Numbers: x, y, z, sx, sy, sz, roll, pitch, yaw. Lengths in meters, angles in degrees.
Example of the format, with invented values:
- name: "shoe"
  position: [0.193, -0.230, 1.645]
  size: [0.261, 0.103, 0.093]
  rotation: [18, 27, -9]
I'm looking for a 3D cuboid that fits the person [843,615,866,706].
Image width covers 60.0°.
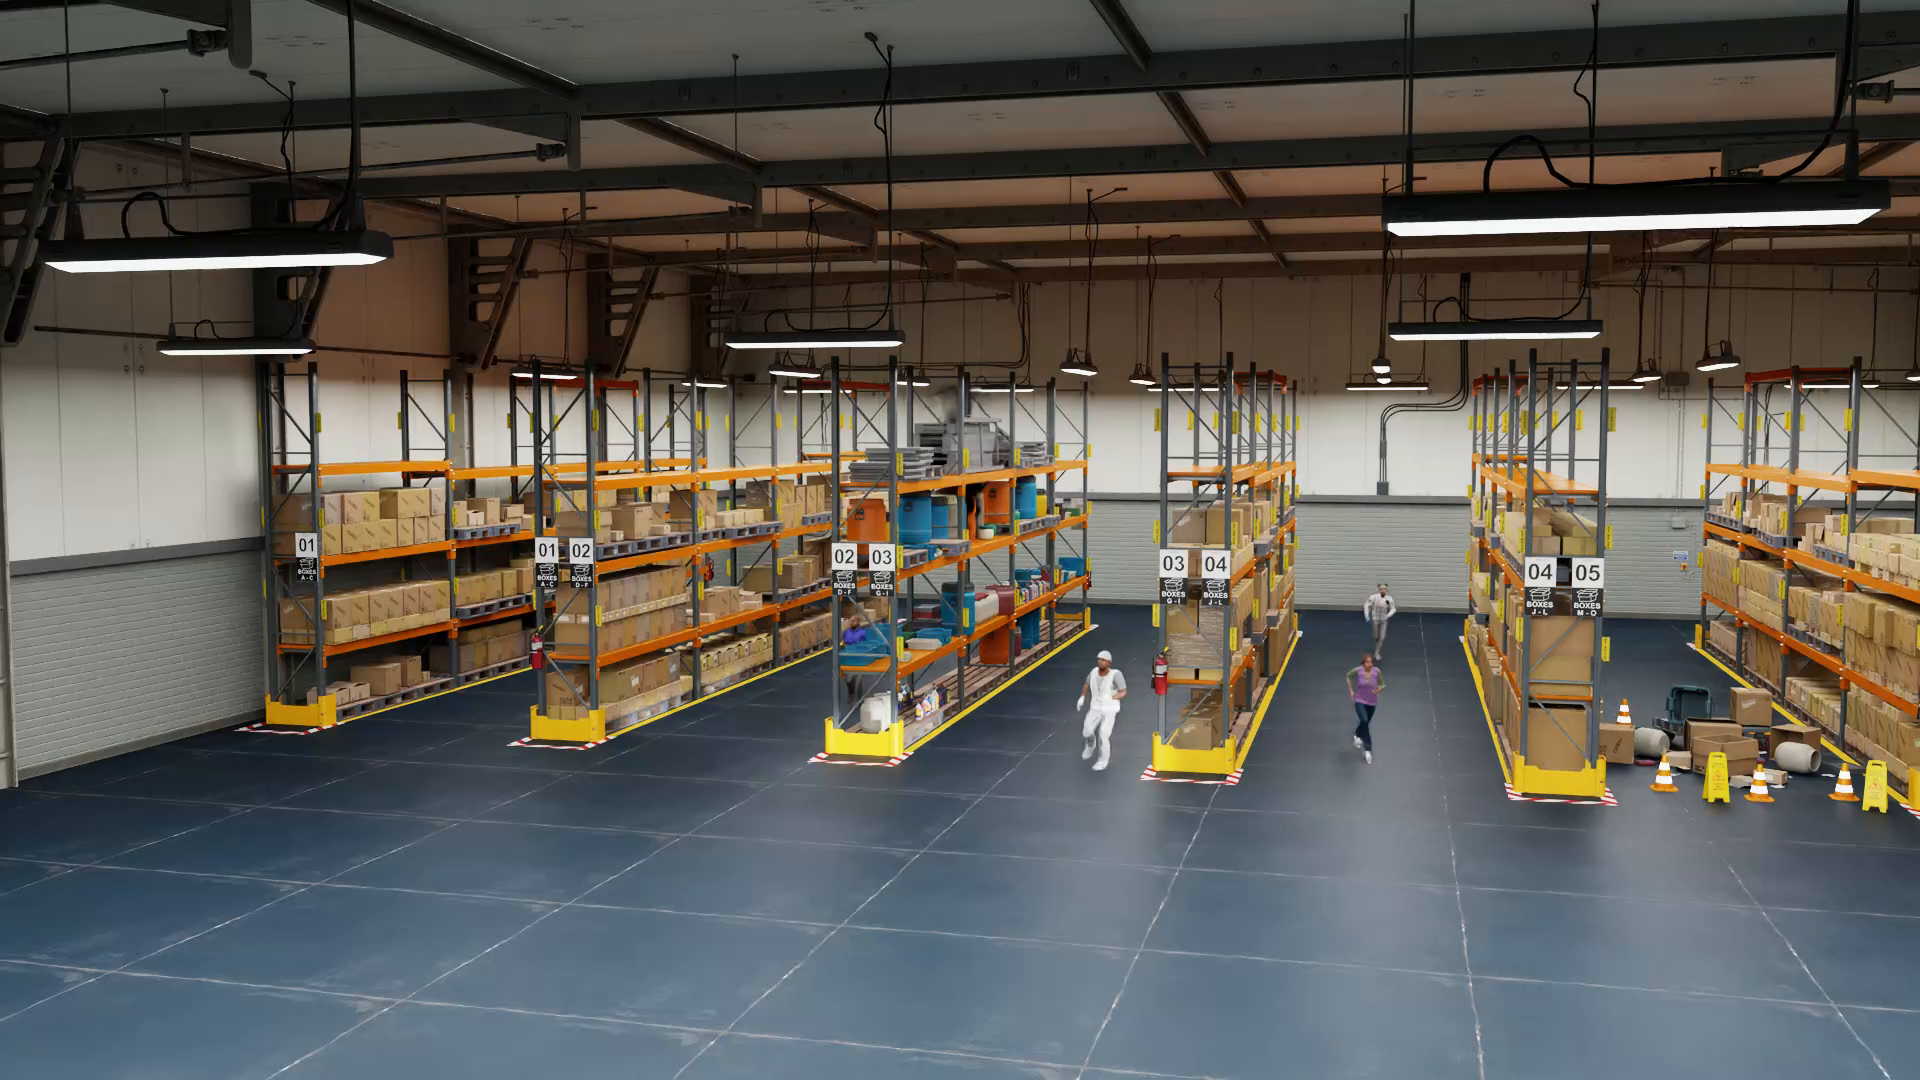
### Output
- name: "person"
  position: [-1.852, 2.133, 29.248]
  size: [0.561, 1.621, 0.573]
  rotation: [1, 4, 14]

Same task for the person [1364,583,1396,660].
- name: "person"
  position: [8.940, 1.713, 35.407]
  size: [0.650, 1.653, 0.657]
  rotation: [1, 4, 11]

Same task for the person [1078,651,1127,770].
- name: "person"
  position: [2.045, 2.461, 24.050]
  size: [0.808, 1.734, 0.561]
  rotation: [2, 4, 23]

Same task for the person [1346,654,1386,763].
- name: "person"
  position: [6.066, 2.468, 24.936]
  size: [0.539, 1.595, 0.943]
  rotation: [0, 4, -2]
